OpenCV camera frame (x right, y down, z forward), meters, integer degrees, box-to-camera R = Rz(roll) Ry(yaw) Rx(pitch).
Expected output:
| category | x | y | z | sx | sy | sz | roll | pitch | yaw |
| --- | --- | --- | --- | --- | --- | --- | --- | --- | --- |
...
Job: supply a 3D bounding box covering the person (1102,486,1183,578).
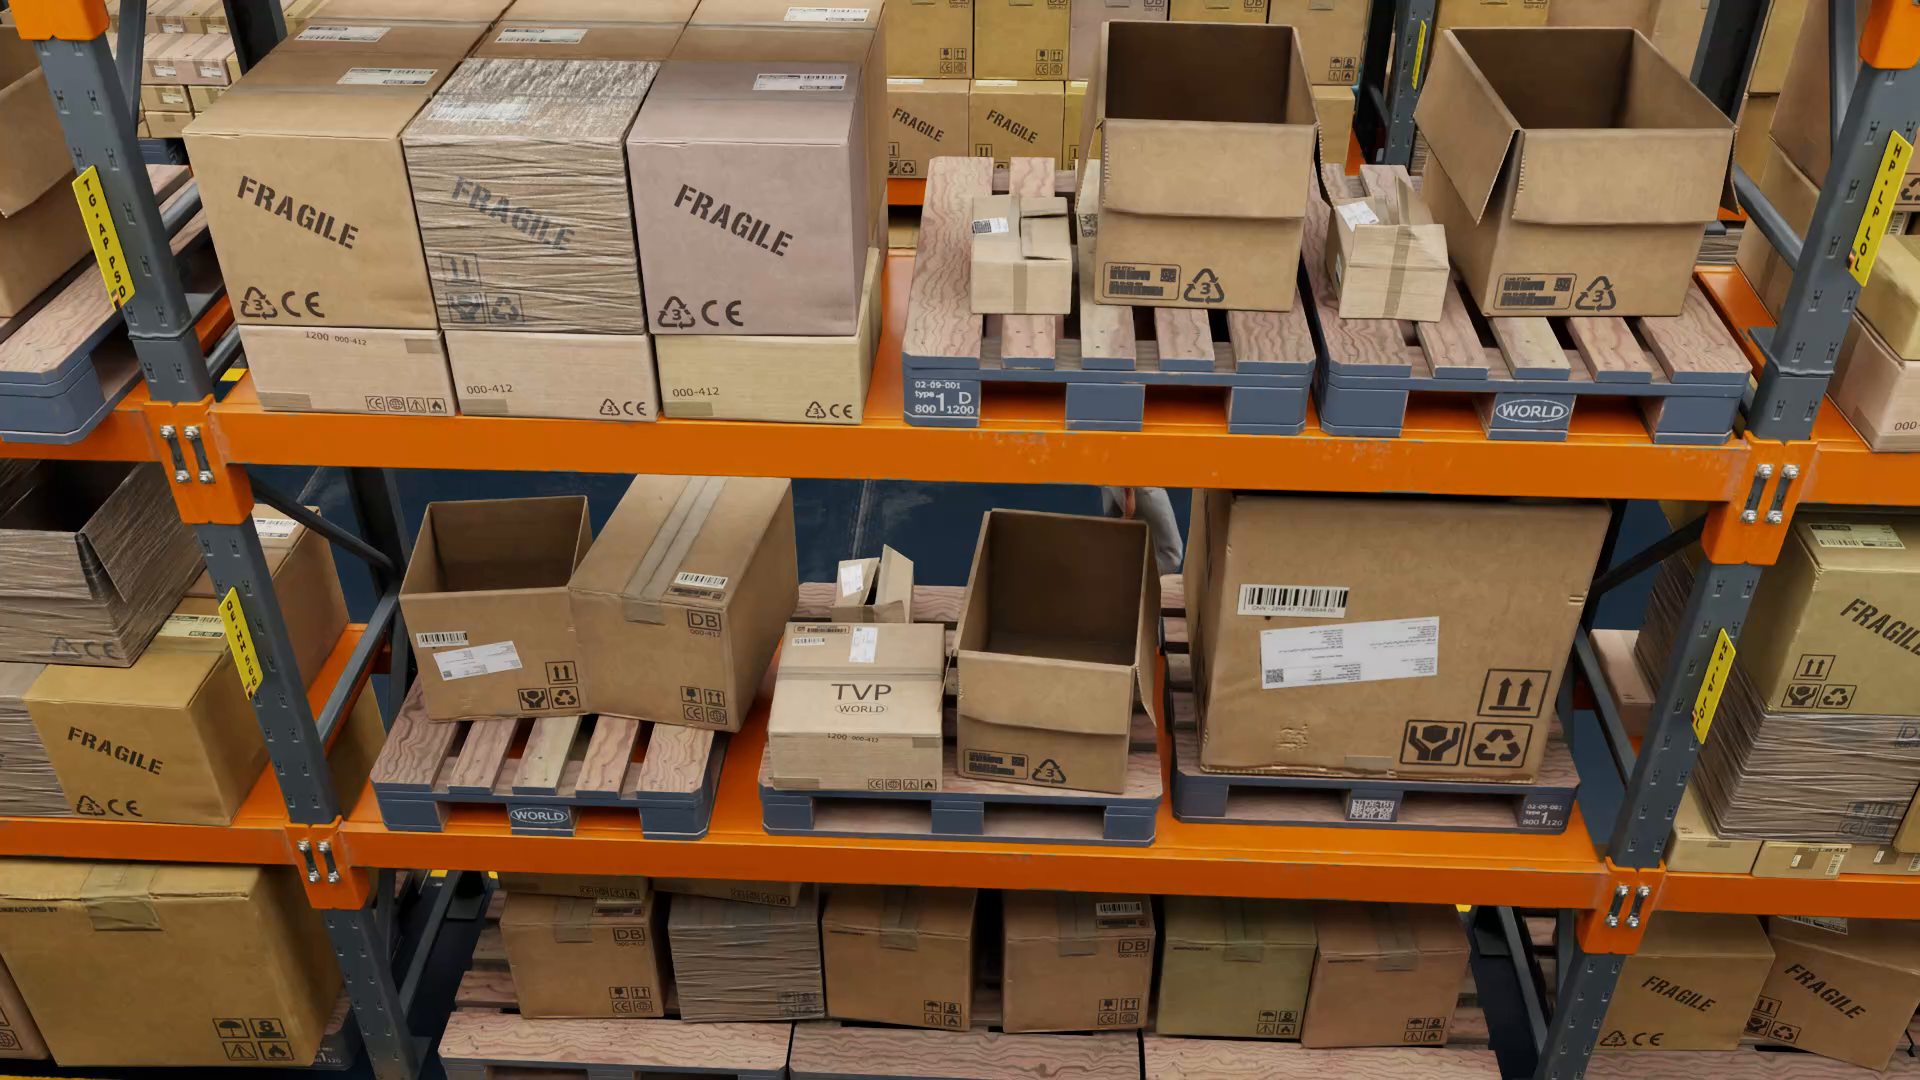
| category | x | y | z | sx | sy | sz | roll | pitch | yaw |
| --- | --- | --- | --- | --- | --- | --- | --- | --- | --- |
| person | 0.766 | -0.276 | 7.461 | 0.428 | 1.668 | 0.495 | -7 | 36 | -9 |
